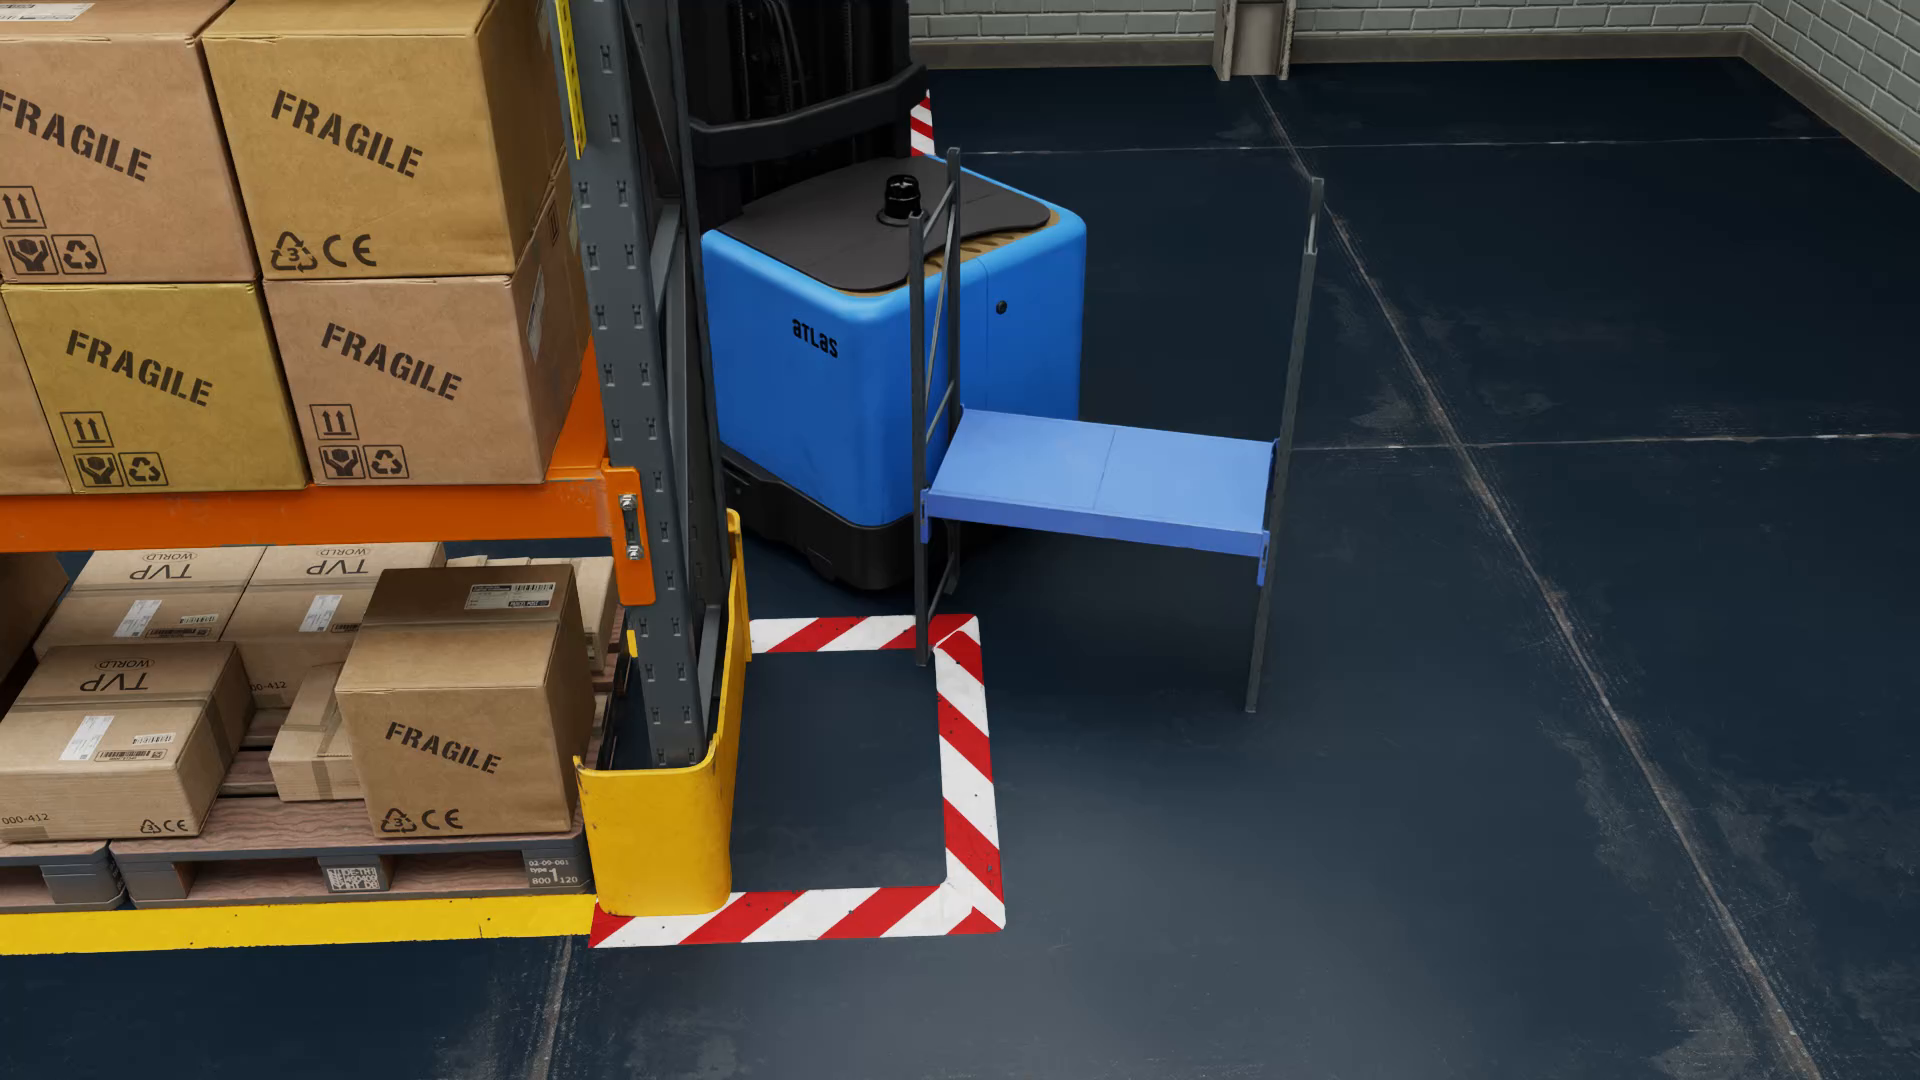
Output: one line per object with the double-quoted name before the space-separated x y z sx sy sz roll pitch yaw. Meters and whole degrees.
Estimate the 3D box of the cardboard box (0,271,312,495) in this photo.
"cardboard box" -1.681 -0.447 3.672 0.500 0.500 0.500 -1 35 -2

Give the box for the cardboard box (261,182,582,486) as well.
"cardboard box" -1.163 -0.463 3.695 0.500 0.500 0.500 -1 35 -1

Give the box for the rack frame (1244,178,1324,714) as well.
"rack frame" 0.925 -0.234 4.770 0.032 1.500 0.500 7 35 10

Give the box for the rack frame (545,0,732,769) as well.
"rack frame" -0.729 -0.589 3.965 0.127 3.000 1.000 -2 35 -2

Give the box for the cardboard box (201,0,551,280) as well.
"cardboard box" -1.161 -0.873 3.409 0.500 0.500 0.500 -2 35 -3

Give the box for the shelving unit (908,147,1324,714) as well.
"shelving unit" 0.429 -0.296 4.859 1.048 1.500 0.538 7 35 10

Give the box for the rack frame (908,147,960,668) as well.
"rack frame" -0.068 -0.359 4.949 0.032 1.500 0.500 7 35 10

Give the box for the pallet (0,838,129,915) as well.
"pallet" -2.817 0.613 4.679 1.213 0.211 1.003 -2 35 -2

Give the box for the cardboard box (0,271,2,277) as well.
"cardboard box" -2.183 -0.842 3.364 0.500 0.500 0.500 -1 35 -1

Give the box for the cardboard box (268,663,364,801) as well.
"cardboard box" -1.669 0.510 4.481 0.250 0.166 0.380 -2 35 -2

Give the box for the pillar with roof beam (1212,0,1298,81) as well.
"pillar with roof beam" 1.893 -3.989 3.606 0.400 9.000 9.100 -2 35 -2

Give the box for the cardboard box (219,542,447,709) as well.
"cardboard box" -1.785 0.228 4.815 0.500 0.250 0.500 -2 35 -2

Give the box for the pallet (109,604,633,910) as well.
"pallet" -1.601 0.582 4.724 1.213 0.211 1.003 -2 35 -2

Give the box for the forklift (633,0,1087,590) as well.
"forklift" -0.951 -1.788 5.758 1.130 2.935 3.031 -28 44 -35

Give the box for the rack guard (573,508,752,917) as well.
"rack guard" -0.805 0.441 4.673 0.348 0.500 1.175 -2 35 -2

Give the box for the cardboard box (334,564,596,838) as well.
"cardboard box" -1.260 0.413 4.328 0.500 0.500 0.500 -2 35 -2

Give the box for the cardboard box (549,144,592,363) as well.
"cardboard box" -1.185 -0.768 4.136 0.500 0.500 0.500 -1 35 -1

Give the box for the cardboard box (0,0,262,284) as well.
"cardboard box" -1.665 -0.859 3.388 0.500 0.500 0.500 -1 35 -1

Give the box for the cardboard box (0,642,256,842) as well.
"cardboard box" -2.211 0.524 4.386 0.500 0.250 0.500 -2 35 -2

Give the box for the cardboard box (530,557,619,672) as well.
"cardboard box" -1.163 0.219 4.917 0.250 0.149 0.380 -2 35 -2

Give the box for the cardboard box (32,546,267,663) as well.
"cardboard box" -2.284 0.241 4.795 0.500 0.250 0.500 -2 35 -2

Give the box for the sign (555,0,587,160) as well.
"sign" -0.723 -0.879 3.089 0.005 0.325 0.100 -2 35 -2

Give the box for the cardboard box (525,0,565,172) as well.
"cardboard box" -1.185 -1.179 3.851 0.500 0.500 0.500 -1 35 -1

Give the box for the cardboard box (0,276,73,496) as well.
"cardboard box" -2.180 -0.437 3.657 0.500 0.500 0.500 -1 35 -2

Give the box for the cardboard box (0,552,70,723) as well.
"cardboard box" -2.848 0.311 4.472 0.637 0.503 0.797 -2 35 -2

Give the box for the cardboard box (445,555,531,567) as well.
"cardboard box" -1.413 0.218 4.902 0.250 0.166 0.380 -2 35 -2

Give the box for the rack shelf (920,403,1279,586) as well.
"rack shelf" 0.428 -0.148 4.962 1.000 0.185 0.538 7 35 10

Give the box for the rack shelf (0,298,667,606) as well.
"rack shelf" -2.727 -0.239 4.092 4.000 0.370 1.077 -2 35 -2
